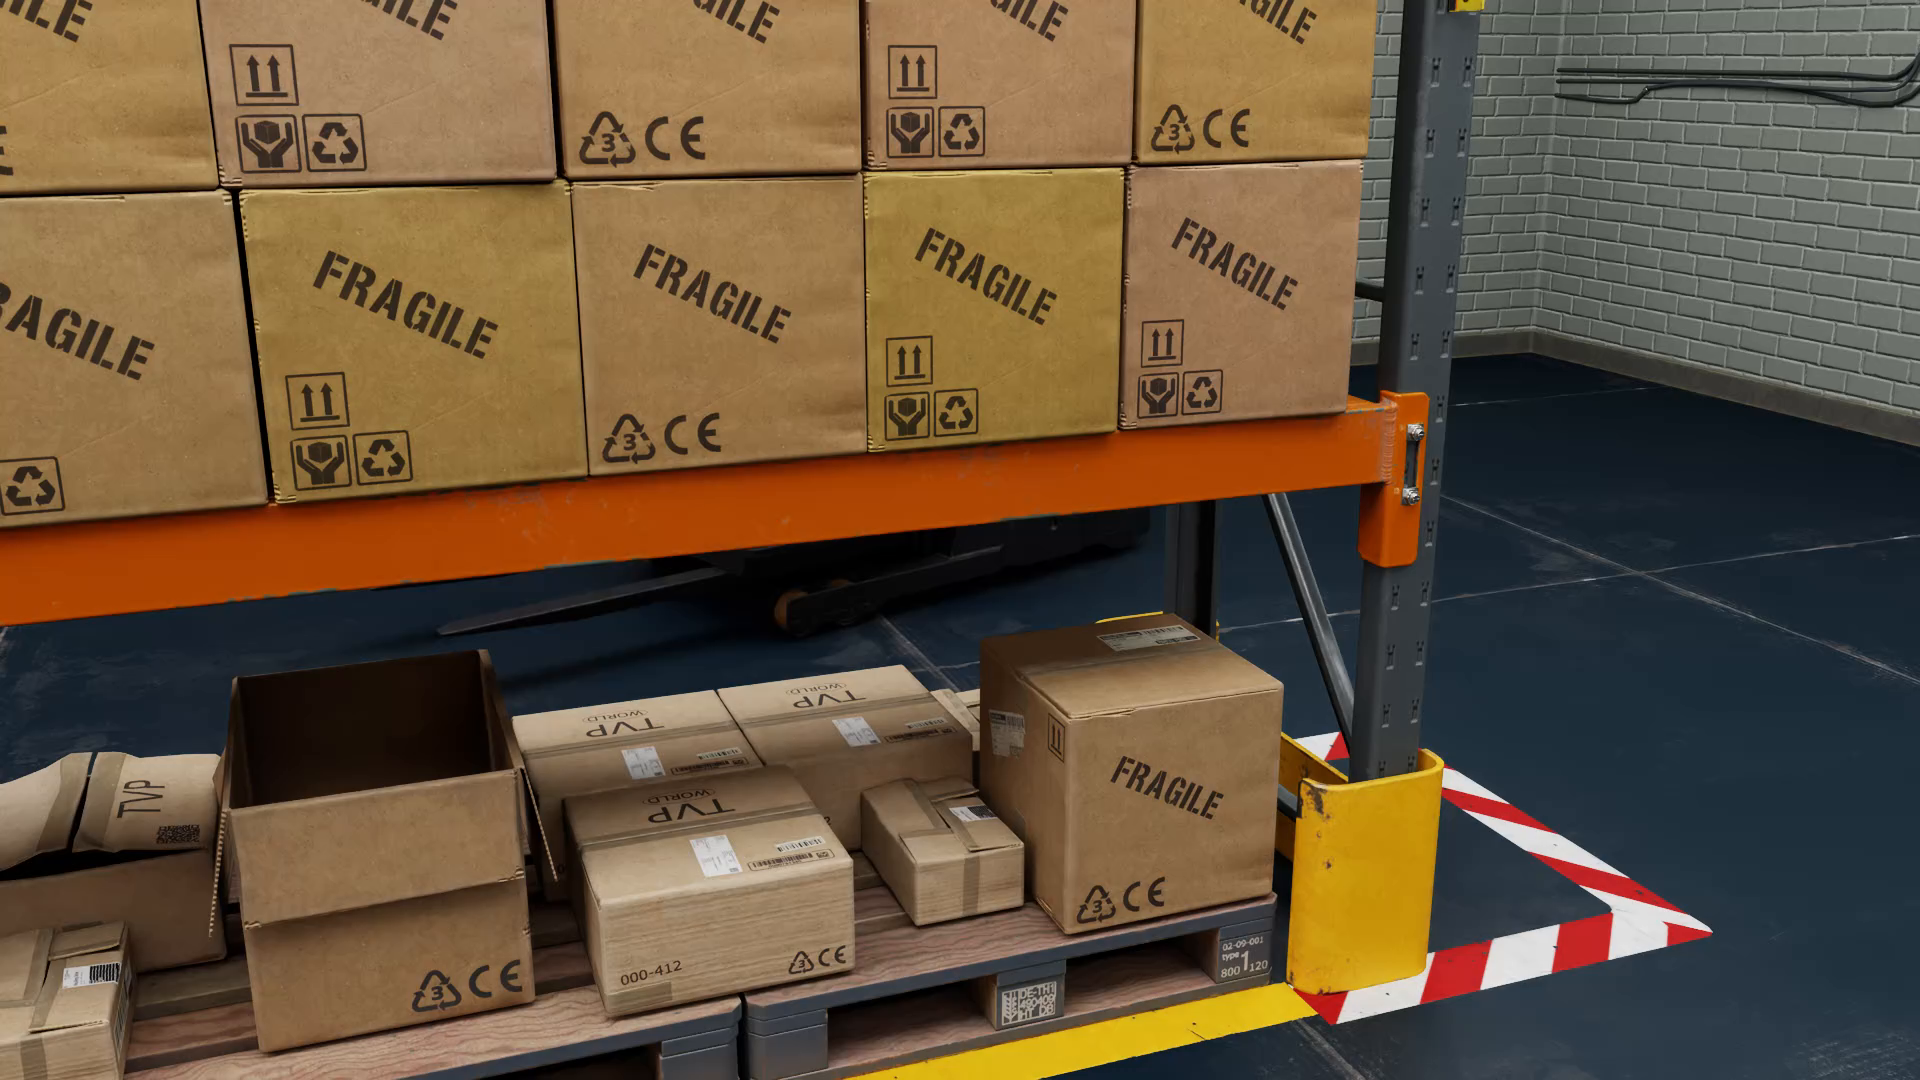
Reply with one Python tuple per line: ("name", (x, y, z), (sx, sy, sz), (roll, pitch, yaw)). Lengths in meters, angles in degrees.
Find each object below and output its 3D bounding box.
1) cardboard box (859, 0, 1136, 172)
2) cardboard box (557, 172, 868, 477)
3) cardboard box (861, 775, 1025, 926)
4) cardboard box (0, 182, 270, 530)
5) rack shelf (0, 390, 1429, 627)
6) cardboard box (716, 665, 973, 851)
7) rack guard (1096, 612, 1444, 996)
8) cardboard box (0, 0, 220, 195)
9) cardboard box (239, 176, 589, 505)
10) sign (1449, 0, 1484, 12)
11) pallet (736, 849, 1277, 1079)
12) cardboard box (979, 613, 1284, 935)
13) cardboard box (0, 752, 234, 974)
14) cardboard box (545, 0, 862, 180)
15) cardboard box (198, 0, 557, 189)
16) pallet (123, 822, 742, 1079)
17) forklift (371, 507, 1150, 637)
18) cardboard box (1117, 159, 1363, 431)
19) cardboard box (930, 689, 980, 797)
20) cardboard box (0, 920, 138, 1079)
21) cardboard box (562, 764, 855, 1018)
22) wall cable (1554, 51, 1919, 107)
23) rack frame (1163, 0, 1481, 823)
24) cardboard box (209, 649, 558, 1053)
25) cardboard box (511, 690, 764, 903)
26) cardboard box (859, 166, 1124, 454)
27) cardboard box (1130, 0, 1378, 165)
("cardboard box", (-0.003, -0.966, 3.111), (0.500, 0.500, 0.500), (-6, 17, -19))
("cardboard box", (-0.486, -0.435, 3.080), (0.500, 0.500, 0.500), (-6, 17, -20))
("cardboard box", (-0.044, 0.679, 3.711), (0.250, 0.166, 0.380), (-6, 17, -20))
("cardboard box", (-1.431, -0.333, 2.731), (0.500, 0.500, 0.500), (-6, 17, -20))
("rack shelf", (-1.082, -0.060, 3.254), (4.000, 0.370, 1.077), (-6, 17, -20))
("cardboard box", (-0.291, 0.532, 4.061), (0.500, 0.250, 0.500), (-6, 17, -20))
("rack guard", (0.715, 0.601, 4.165), (0.348, 0.500, 1.175), (-6, 17, -20))
("cardboard box", (-1.447, -0.808, 2.574), (0.500, 0.500, 0.500), (-7, 18, -22))
("cardboard box", (-0.957, -0.385, 2.907), (0.500, 0.500, 0.500), (-6, 18, -21))
("sign", (0.965, -1.165, 3.128), (0.005, 0.325, 0.100), (-6, 17, -20))
("pallet", (-0.030, 0.820, 3.932), (1.213, 0.211, 1.003), (-6, 17, -20))
("cardboard box", (0.366, 0.502, 3.722), (0.500, 0.500, 0.500), (-6, 17, -20))
("cardboard box", (-1.819, 0.668, 3.490), (0.500, 0.311, 0.500), (-6, 17, -20))
("cardboard box", (-0.486, -0.912, 2.929), (0.500, 0.500, 0.500), (-6, 17, -19))
("cardboard box", (-0.965, -0.860, 2.752), (0.500, 0.500, 0.500), (-6, 17, -18))
("pallet", (-1.167, 0.942, 3.516), (1.213, 0.211, 1.003), (-6, 17, -20))
("forklift", (-0.669, -1.230, 6.085), (3.031, 2.935, 1.130), (-13, 21, -37))
("cardboard box", (0.465, -0.538, 3.428), (0.500, 0.500, 0.500), (-6, 17, -18))
("cardboard box", (0.038, 0.519, 4.255), (0.250, 0.166, 0.380), (-6, 17, -20))
("cardboard box", (-1.676, 0.870, 3.059), (0.250, 0.166, 0.380), (-6, 17, -20))
("cardboard box", (-0.532, 0.709, 3.458), (0.500, 0.250, 0.500), (-6, 17, -20))
("wall cable", (4.419, -3.774, 9.490), (0.112, 2.526, 3.097), (-6, 17, -20))
("rack frame", (0.786, -0.606, 3.839), (0.127, 3.000, 1.000), (-6, 17, -20))
("cardboard box", (-1.197, 0.593, 3.405), (0.637, 0.503, 0.797), (-6, 17, -20))
("cardboard box", (-0.758, 0.583, 3.889), (0.500, 0.250, 0.500), (-6, 17, -20))
("cardboard box", (-0.018, -0.484, 3.246), (0.500, 0.500, 0.500), (-6, 17, -20))
("cardboard box", (0.468, -1.017, 3.285), (0.500, 0.500, 0.500), (-6, 18, -21))
